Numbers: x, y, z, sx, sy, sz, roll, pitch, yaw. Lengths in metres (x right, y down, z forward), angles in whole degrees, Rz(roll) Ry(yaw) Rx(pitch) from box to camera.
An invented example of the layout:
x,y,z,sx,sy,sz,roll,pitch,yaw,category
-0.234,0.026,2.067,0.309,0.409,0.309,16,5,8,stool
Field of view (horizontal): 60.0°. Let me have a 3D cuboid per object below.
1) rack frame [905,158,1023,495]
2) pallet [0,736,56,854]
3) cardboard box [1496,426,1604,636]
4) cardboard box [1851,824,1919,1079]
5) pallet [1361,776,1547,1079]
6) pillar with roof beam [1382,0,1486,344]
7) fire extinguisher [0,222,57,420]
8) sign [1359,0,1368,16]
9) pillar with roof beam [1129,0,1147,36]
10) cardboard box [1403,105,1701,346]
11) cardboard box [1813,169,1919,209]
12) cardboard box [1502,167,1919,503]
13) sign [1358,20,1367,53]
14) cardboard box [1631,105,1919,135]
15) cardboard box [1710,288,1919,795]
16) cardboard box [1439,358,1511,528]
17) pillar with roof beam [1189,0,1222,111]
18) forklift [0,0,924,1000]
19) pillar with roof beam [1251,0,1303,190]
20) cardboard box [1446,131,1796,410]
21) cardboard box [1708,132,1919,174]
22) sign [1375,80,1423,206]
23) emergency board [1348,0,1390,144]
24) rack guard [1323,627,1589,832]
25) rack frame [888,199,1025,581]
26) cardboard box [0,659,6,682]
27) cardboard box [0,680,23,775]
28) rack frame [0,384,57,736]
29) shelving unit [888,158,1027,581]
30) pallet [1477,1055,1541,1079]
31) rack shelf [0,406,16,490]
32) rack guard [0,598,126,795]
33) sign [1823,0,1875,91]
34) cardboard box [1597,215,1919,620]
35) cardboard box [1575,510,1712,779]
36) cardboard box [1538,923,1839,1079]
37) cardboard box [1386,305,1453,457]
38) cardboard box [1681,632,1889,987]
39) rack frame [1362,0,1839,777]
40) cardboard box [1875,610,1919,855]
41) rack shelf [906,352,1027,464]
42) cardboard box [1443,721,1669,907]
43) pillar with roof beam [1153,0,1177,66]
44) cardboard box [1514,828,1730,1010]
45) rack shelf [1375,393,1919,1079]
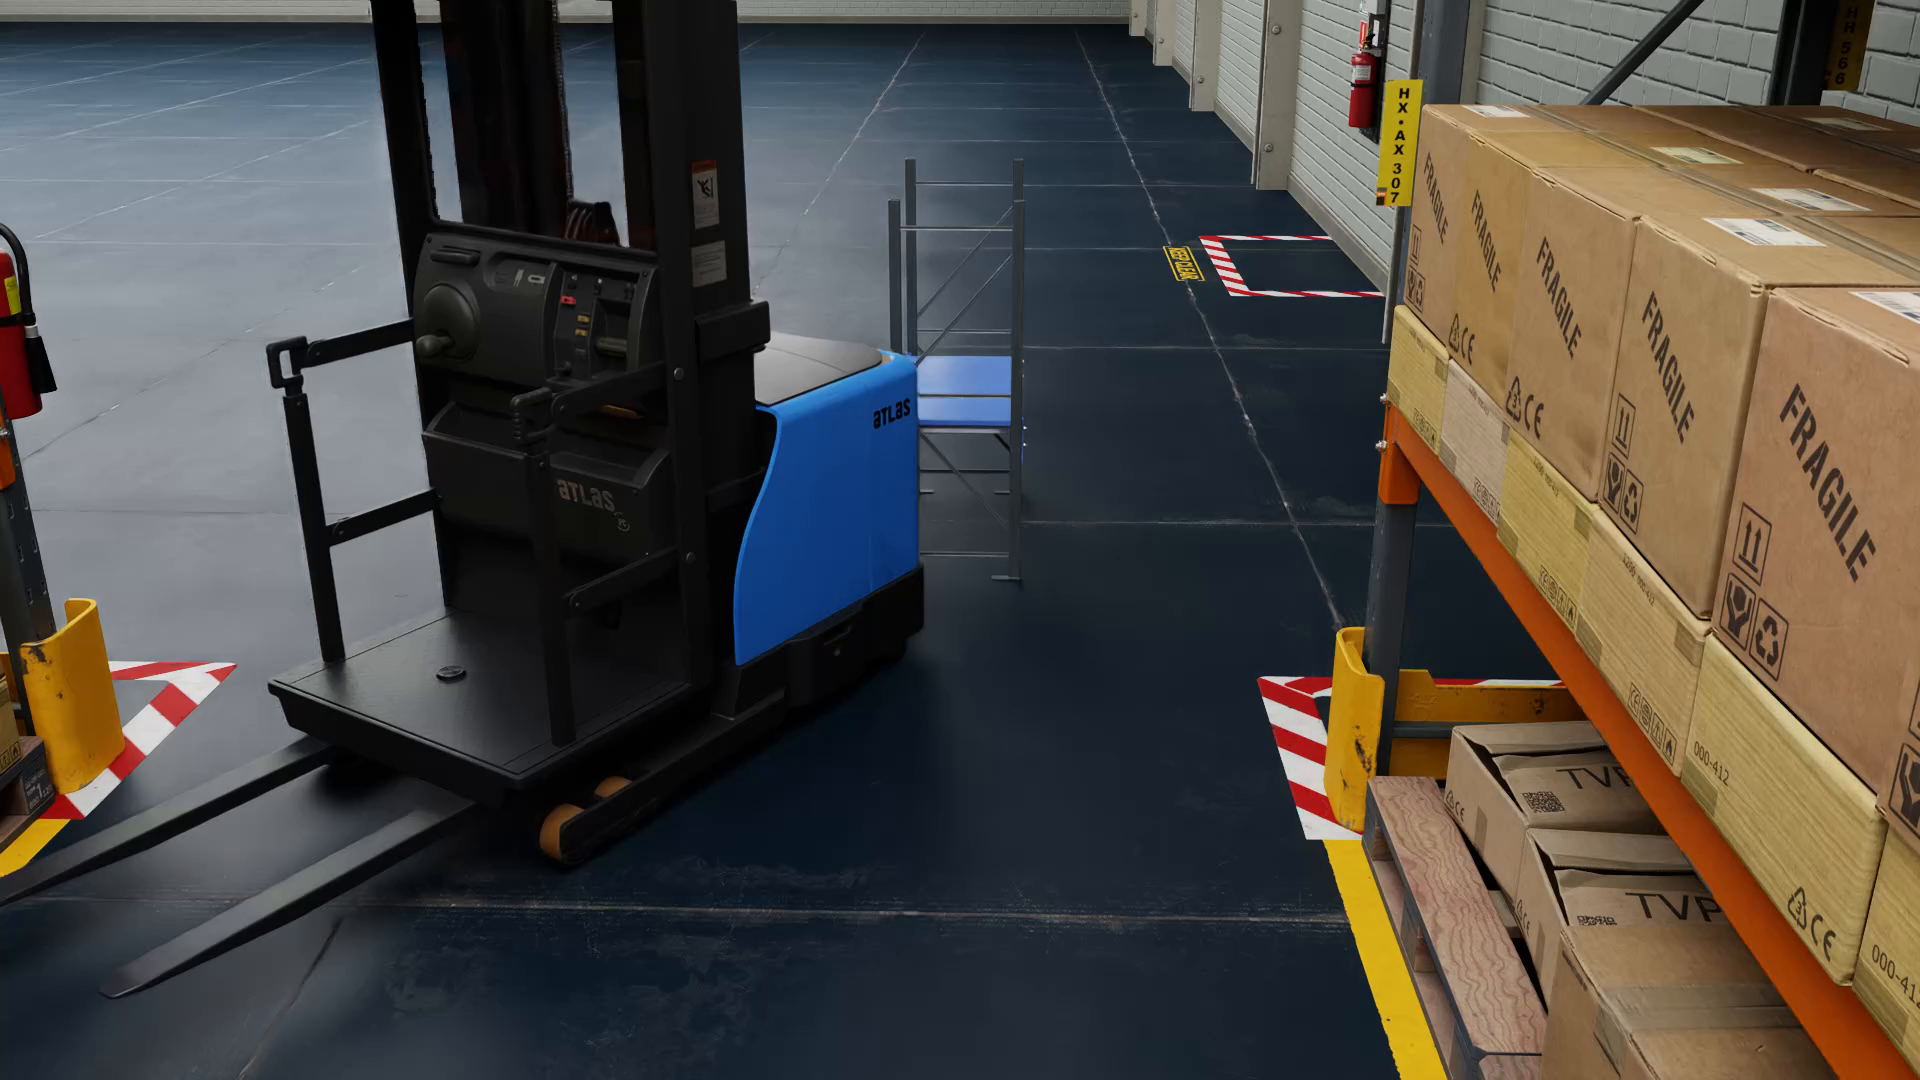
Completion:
x,y,z,sx,sy,sz,roll,pitch,yaw,category
0.018,-0.914,7.311,0.500,1.500,0.032,1,21,2,rack frame
-3.234,0.892,4.438,1.003,0.211,1.213,1,21,2,pallet
1.344,-0.026,3.129,0.500,0.250,0.500,0,21,1,cardboard box
1.312,0.520,1.721,0.500,0.250,0.500,1,21,2,cardboard box
1.636,0.989,4.188,1.003,0.211,1.213,1,21,2,pallet
-1.578,-5.383,8.462,9.100,9.000,0.400,1,21,2,pillar with roof beam
-2.785,-0.686,4.758,0.296,0.674,0.183,1,21,2,fire extinguisher
2.949,-3.893,12.132,0.001,0.109,0.331,1,21,2,sign
-0.848,-14.060,30.826,9.100,9.000,0.400,1,21,2,pillar with roof beam
1.384,-0.751,3.962,0.500,0.500,0.500,1,21,2,cardboard box
1.860,-0.379,3.002,0.500,0.500,0.500,0,21,0,cardboard box
1.337,-0.386,3.020,0.500,0.500,0.500,0,21,0,cardboard box
2.958,-3.647,12.232,0.001,0.329,0.234,1,21,2,sign
1.897,-0.748,3.953,0.500,0.500,0.500,0,21,1,cardboard box
1.318,-0.011,2.054,0.500,0.500,0.500,0,21,0,cardboard box
1.365,-0.210,3.604,0.500,0.250,0.500,0,21,0,cardboard box
-1.213,-9.722,19.644,9.100,9.000,0.400,1,21,2,pillar with roof beam
-1.360,-0.649,4.649,1.130,2.935,3.031,13,25,31,forklift
-1.396,-7.552,14.053,9.100,9.000,0.400,1,21,2,pillar with roof beam
1.359,-0.573,3.502,0.500,0.500,0.500,1,21,2,cardboard box
1.872,-0.566,3.484,0.500,0.500,0.500,1,21,2,cardboard box
1.156,-1.041,4.369,0.100,0.325,0.005,1,21,2,sign
2.838,-3.432,11.726,0.194,1.169,0.643,1,21,2,emergency board
1.697,0.561,4.892,1.175,0.500,0.348,1,21,2,rack guard
-0.013,-0.546,6.363,0.500,1.500,0.032,1,21,2,rack frame
-2.972,0.249,4.425,0.500,0.500,0.500,1,21,2,cardboard box
-2.974,0.598,4.561,0.500,0.250,0.500,1,21,2,cardboard box
-3.253,-0.685,4.647,1.000,3.000,0.127,1,21,2,rack frame
0.003,-0.730,6.837,0.538,1.500,1.048,1,21,2,shelving unit
1.597,1.429,3.054,1.003,0.211,1.213,1,21,2,pallet
-3.314,0.374,2.914,1.077,0.370,4.000,1,21,2,rack shelf
-3.252,0.472,5.122,1.175,0.500,0.348,1,21,2,rack guard
2.253,-1.306,4.209,0.100,0.325,0.005,1,21,2,sign
1.333,-0.199,2.539,0.500,0.500,0.500,1,21,3,cardboard box
1.326,0.157,2.658,0.500,0.250,0.500,1,21,2,cardboard box
1.498,1.048,3.027,0.700,0.500,0.500,-1,21,-2,cardboard box
1.367,-0.398,4.088,0.500,0.250,0.500,0,21,0,cardboard box
1.312,0.338,2.190,0.500,0.250,0.500,1,21,1,cardboard box
1.699,-0.632,4.510,1.000,3.000,0.127,1,21,2,rack frame
1.292,0.171,1.585,0.500,0.500,0.500,1,21,1,cardboard box
0.003,-0.562,6.902,0.538,0.185,1.000,1,21,2,rack shelf
1.588,0.666,4.275,0.500,0.311,0.500,-2,21,-4,cardboard box
-1.031,-11.891,25.235,9.100,9.000,0.400,1,21,2,pillar with roof beam
1.571,0.872,3.744,0.500,0.311,0.500,2,21,6,cardboard box
1.638,0.427,2.777,1.077,0.370,4.000,1,21,2,rack shelf
